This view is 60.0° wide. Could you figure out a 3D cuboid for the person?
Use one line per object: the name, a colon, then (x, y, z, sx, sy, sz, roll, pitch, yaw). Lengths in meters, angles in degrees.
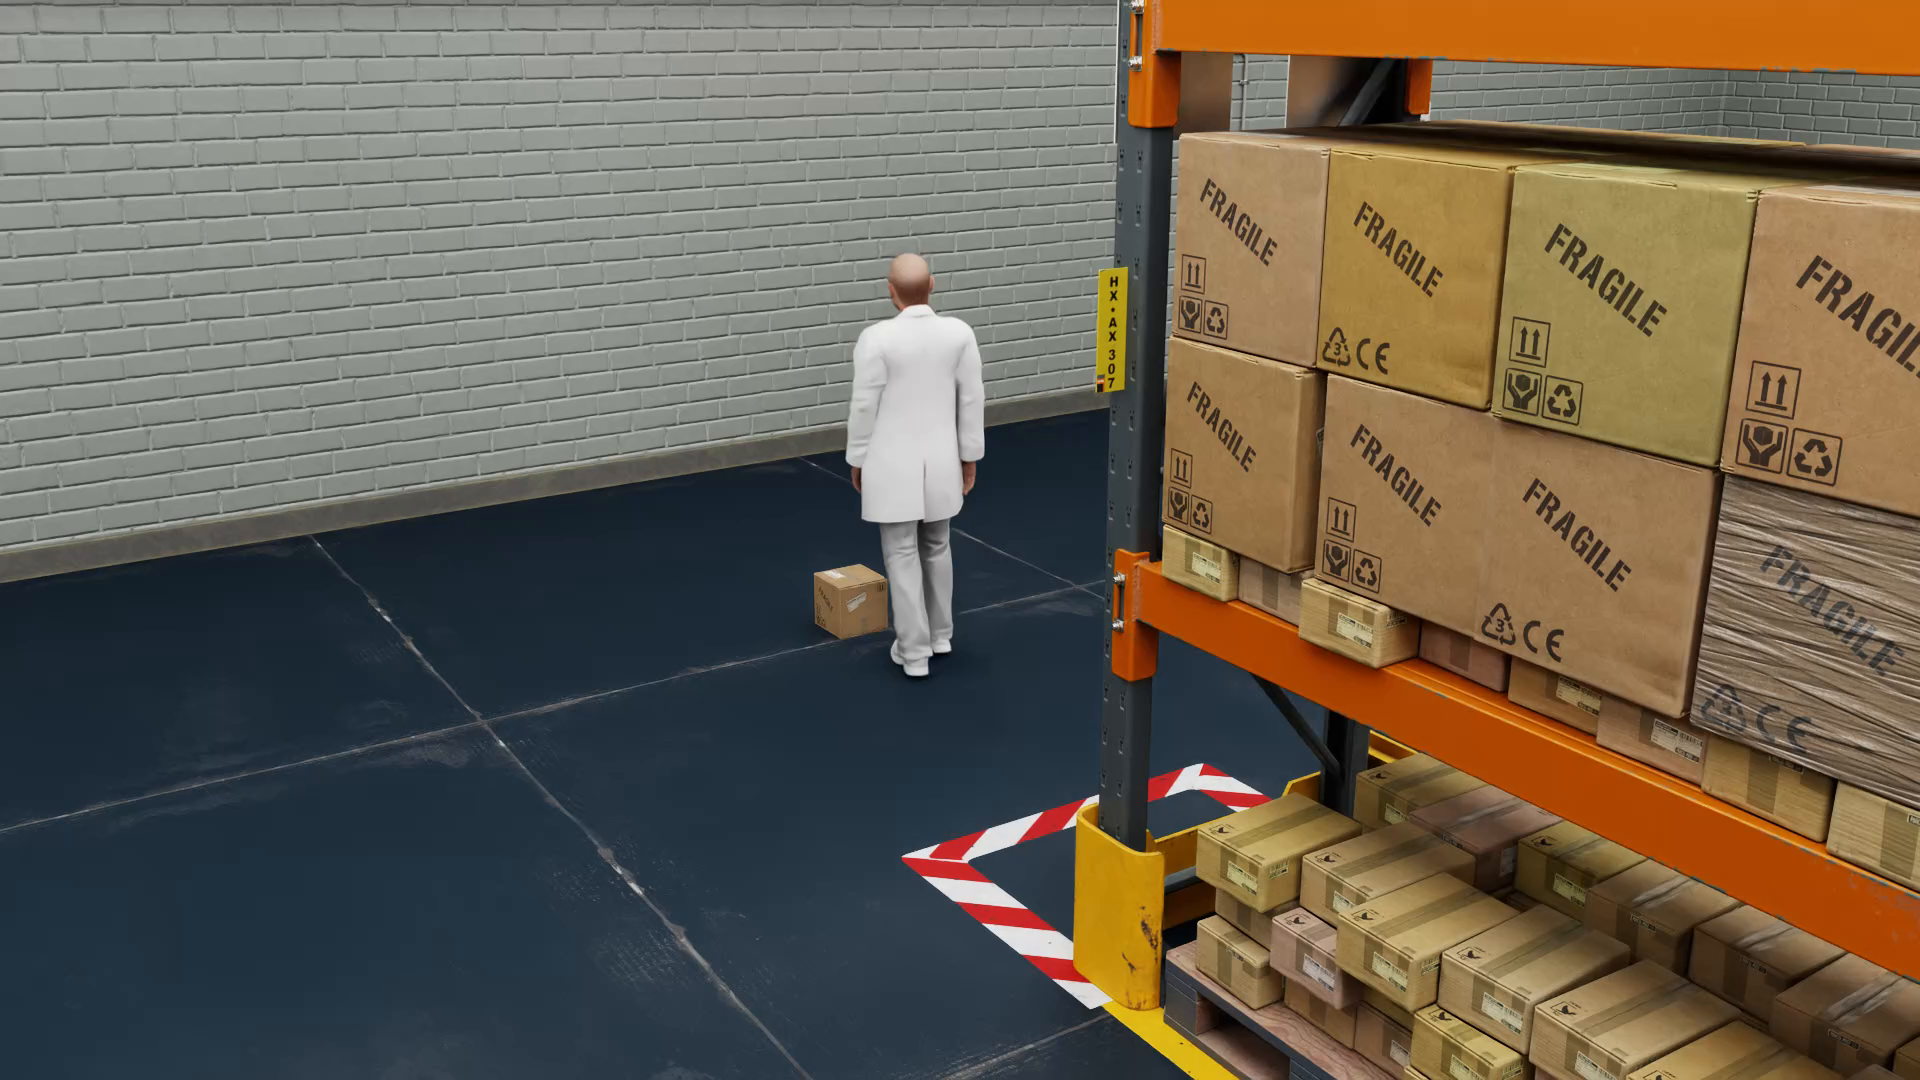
person: (-0.205, -0.325, 7.087, 0.598, 1.801, 0.584, -8, 19, -23)
